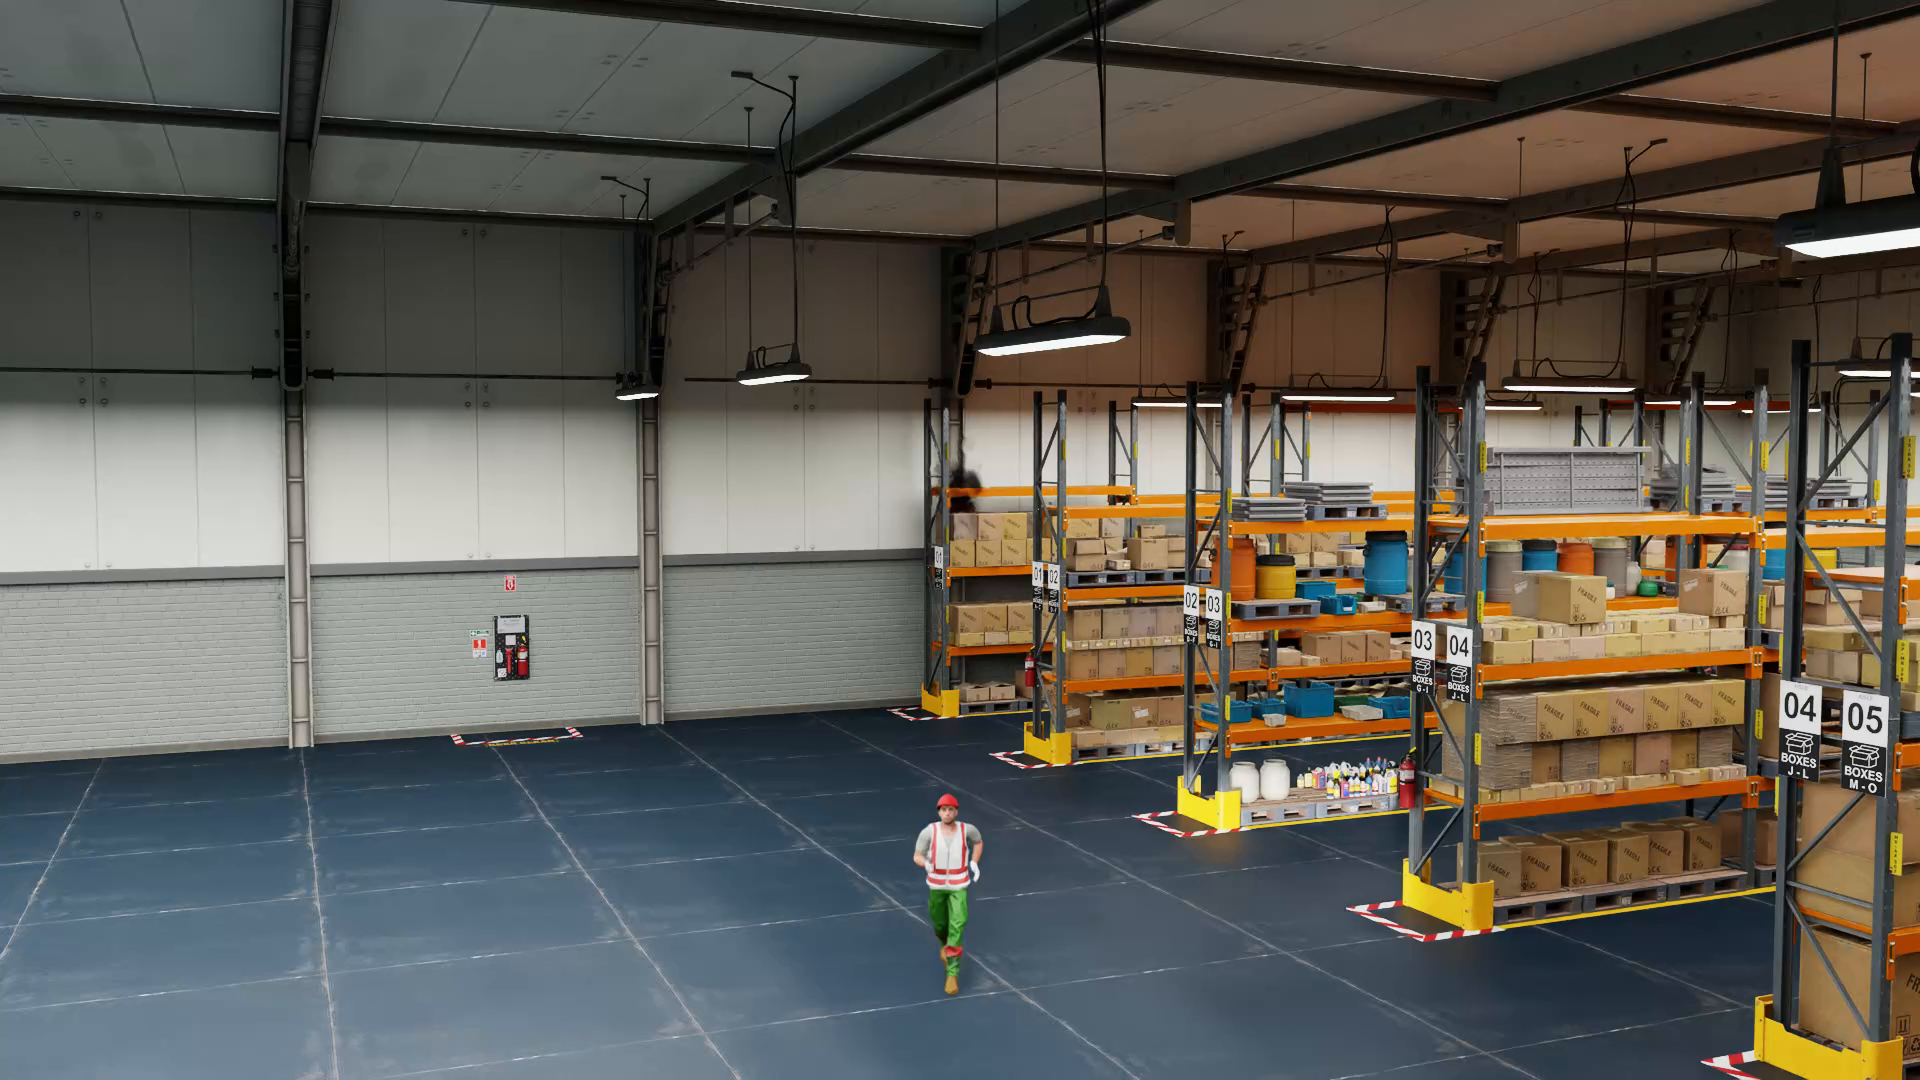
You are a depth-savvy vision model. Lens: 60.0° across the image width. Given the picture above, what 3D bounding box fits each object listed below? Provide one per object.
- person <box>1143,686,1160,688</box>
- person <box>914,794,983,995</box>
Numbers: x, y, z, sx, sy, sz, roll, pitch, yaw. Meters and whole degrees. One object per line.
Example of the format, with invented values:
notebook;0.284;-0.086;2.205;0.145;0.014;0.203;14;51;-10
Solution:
person;3.437;2.589;29.714;0.580;1.647;0.614;-2;4;-29
person;-0.113;3.313;15.869;0.656;1.786;0.987;0;3;2
